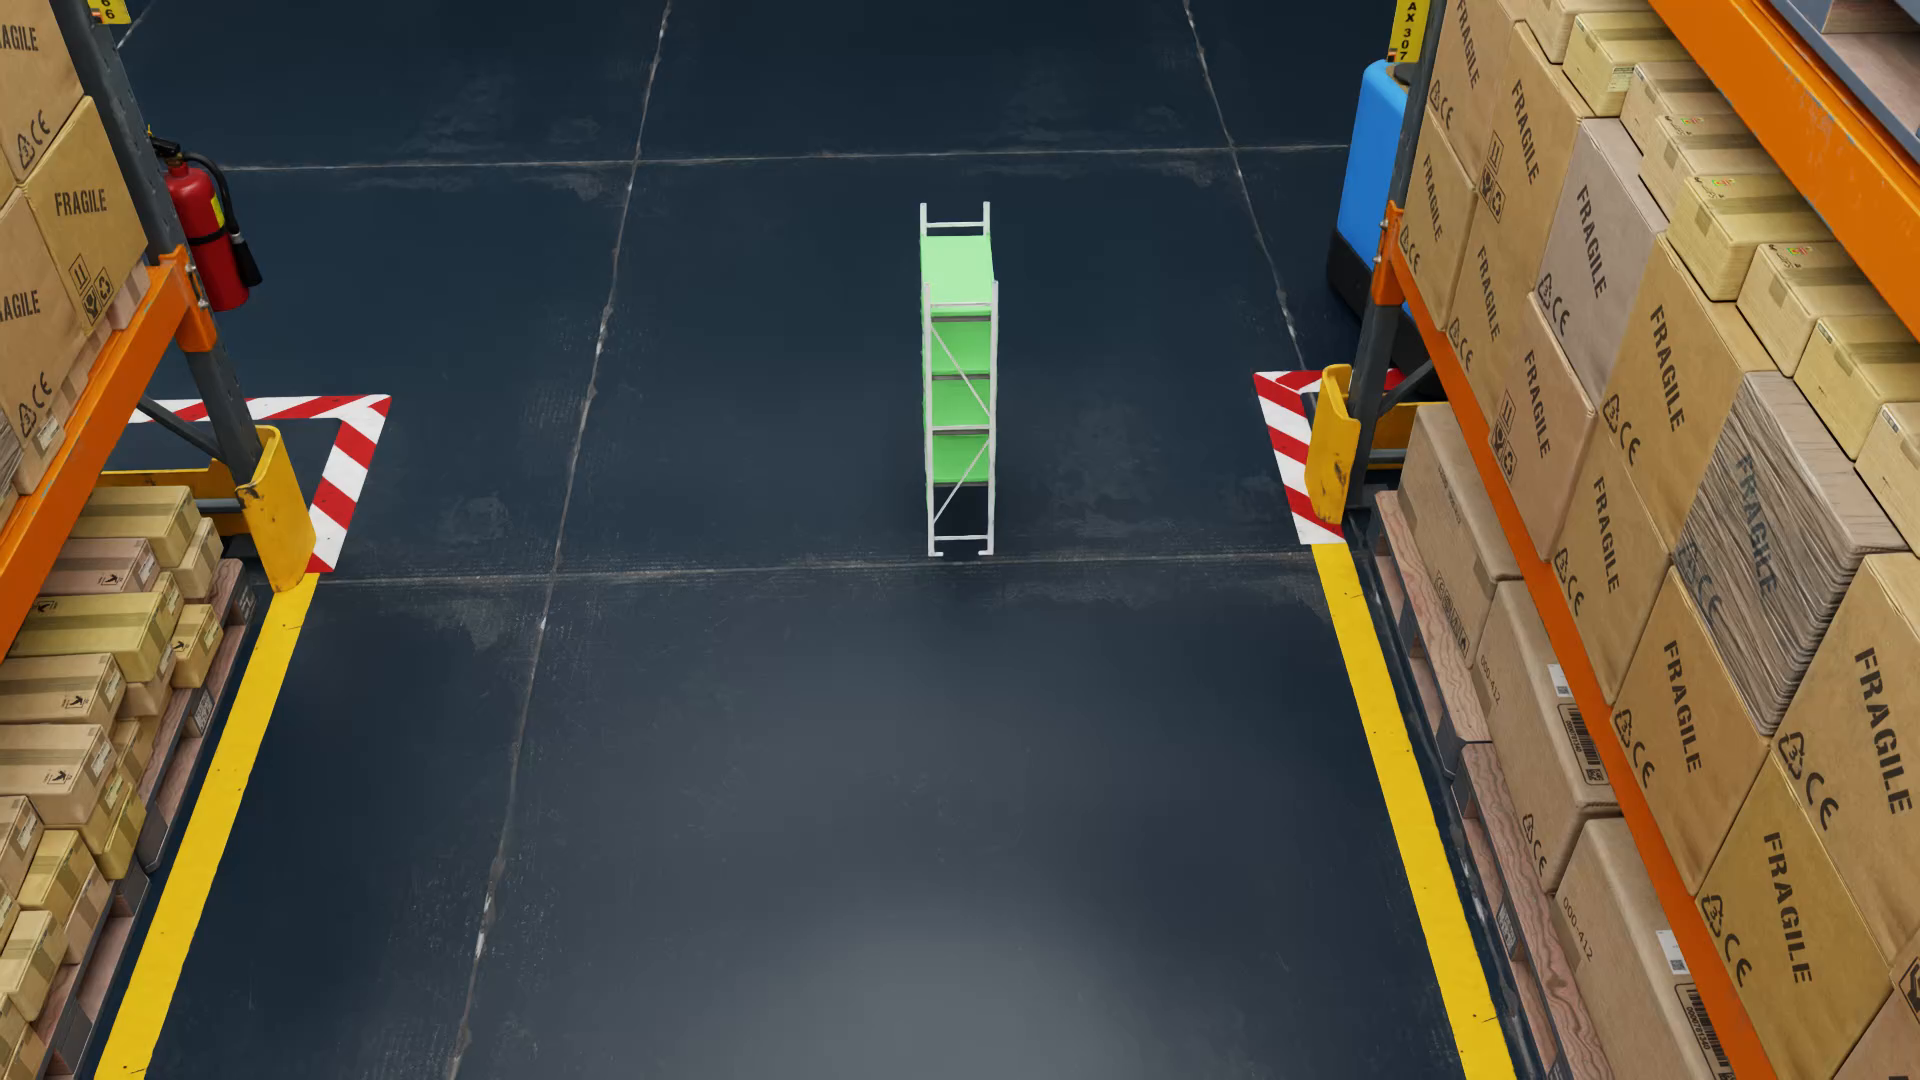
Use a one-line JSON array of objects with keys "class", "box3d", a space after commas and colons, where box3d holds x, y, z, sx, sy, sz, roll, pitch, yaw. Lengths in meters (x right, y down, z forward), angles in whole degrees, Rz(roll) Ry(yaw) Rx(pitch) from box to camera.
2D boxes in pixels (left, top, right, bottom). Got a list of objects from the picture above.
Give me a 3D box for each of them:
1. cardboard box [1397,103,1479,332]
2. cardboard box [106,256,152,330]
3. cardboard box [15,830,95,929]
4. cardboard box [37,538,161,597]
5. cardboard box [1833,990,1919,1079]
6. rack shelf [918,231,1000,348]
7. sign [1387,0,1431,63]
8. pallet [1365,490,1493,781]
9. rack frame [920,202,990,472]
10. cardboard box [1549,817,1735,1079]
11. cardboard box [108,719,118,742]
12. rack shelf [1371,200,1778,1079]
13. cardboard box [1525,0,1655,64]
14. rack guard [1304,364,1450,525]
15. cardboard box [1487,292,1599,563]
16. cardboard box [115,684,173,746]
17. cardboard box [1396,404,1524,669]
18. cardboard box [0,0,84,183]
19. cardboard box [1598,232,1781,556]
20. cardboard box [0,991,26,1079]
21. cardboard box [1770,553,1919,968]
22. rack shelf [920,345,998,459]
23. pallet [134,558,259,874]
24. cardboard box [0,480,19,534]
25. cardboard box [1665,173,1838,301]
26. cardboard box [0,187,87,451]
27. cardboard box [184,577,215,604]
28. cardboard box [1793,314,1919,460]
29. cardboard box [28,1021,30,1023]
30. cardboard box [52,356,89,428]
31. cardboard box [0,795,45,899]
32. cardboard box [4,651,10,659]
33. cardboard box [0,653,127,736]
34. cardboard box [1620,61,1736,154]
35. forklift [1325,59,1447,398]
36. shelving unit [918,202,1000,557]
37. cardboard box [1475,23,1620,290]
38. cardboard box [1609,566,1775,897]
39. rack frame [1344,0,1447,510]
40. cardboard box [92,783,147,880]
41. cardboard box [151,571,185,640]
[{"class": "cardboard box", "box3d": [1.672, -0.983, 5.028, 0.500, 0.500, 0.500, -2, 43, -2]}, {"class": "cardboard box", "box3d": [-2.707, -0.764, 5.049, 0.380, 0.149, 0.250, -2, 43, -2]}, {"class": "cardboard box", "box3d": [-2.644, 0.940, 4.583, 0.380, 0.149, 0.250, 0, 43, 0]}, {"class": "cardboard box", "box3d": [-2.774, 0.130, 5.247, 0.380, 0.149, 0.250, -1, 43, -1]}, {"class": "cardboard box", "box3d": [1.833, 1.079, 2.779, 0.500, 0.500, 0.500, -1, 43, -1]}, {"class": "rack shelf", "box3d": [-0.007, -0.861, 5.685, 0.258, 0.148, 0.480, -2, 43, -2]}, {"class": "sign", "box3d": [1.384, -1.615, 5.093, 0.100, 0.325, 0.005, -2, 43, -2]}, {"class": "pallet", "box3d": [2.051, 0.287, 5.781, 1.003, 0.211, 1.213, -2, 43, -2]}, {"class": "rack frame", "box3d": [-0.017, -0.719, 6.146, 0.240, 1.200, 0.015, -2, 43, -2]}, {"class": "cardboard box", "box3d": [2.150, 1.180, 4.328, 0.875, 0.438, 0.875, -3, 43, -3]}, {"class": "cardboard box", "box3d": [-2.763, 0.602, 4.953, 0.380, 0.149, 0.250, -2, 43, -2]}, {"class": "rack shelf", "box3d": [2.023, 0.337, 4.195, 1.077, 0.370, 4.000, -2, 43, -2]}, {"class": "cardboard box", "box3d": [1.656, -1.322, 4.178, 0.380, 0.149, 0.250, 0, 43, 0]}, {"class": "rack guard", "box3d": [1.937, -0.373, 6.287, 1.175, 0.500, 0.348, -2, 43, -2]}, {"class": "cardboard box", "box3d": [1.725, -0.298, 4.282, 0.500, 0.500, 0.500, -2, 43, -2]}, {"class": "cardboard box", "box3d": [-2.735, 0.529, 5.252, 0.380, 0.149, 0.250, -2, 43, -2]}, {"class": "cardboard box", "box3d": [2.066, -0.046, 5.666, 0.875, 0.438, 0.875, -3, 43, -3]}, {"class": "cardboard box", "box3d": [-2.735, -1.281, 4.394, 0.500, 0.500, 0.500, -2, 43, -3]}, {"class": "cardboard box", "box3d": [1.755, -0.319, 3.564, 0.500, 0.500, 0.500, -1, 43, -2]}, {"class": "cardboard box", "box3d": [-2.620, 1.292, 4.199, 0.380, 0.149, 0.250, -2, 43, -2]}, {"class": "cardboard box", "box3d": [1.799, 0.363, 2.820, 0.500, 0.500, 0.500, -2, 43, -2]}, {"class": "rack shelf", "box3d": [-0.007, -0.507, 6.010, 0.258, 0.148, 0.480, -2, 43, -2]}, {"class": "pallet", "box3d": [-3.000, 0.561, 5.482, 1.003, 0.211, 1.213, -2, 43, -2]}, {"class": "cardboard box", "box3d": [-2.692, -0.075, 4.298, 0.380, 0.149, 0.250, -3, 43, -4]}, {"class": "cardboard box", "box3d": [1.701, -0.627, 3.420, 0.380, 0.149, 0.250, -3, 43, -3]}, {"class": "cardboard box", "box3d": [-2.710, -0.571, 4.359, 0.500, 0.500, 0.500, -2, 43, -2]}, {"class": "cardboard box", "box3d": [-2.772, 0.177, 5.636, 0.380, 0.149, 0.250, -1, 43, -1]}, {"class": "cardboard box", "box3d": [1.786, -0.286, 3.048, 0.380, 0.149, 0.250, -2, 43, -3]}, {"class": "cardboard box", "box3d": [-2.711, 1.224, 4.494, 0.380, 0.149, 0.250, -1, 43, -1]}, {"class": "cardboard box", "box3d": [-2.708, -0.426, 4.680, 0.380, 0.149, 0.250, -2, 43, -2]}, {"class": "cardboard box", "box3d": [-2.721, 0.839, 4.474, 0.380, 0.149, 0.250, -3, 43, -3]}, {"class": "cardboard box", "box3d": [-3.183, 0.429, 5.141, 0.380, 0.149, 0.250, -1, 43, -1]}, {"class": "cardboard box", "box3d": [-2.688, 0.478, 4.867, 0.380, 0.149, 0.250, -3, 43, -4]}, {"class": "cardboard box", "box3d": [1.749, -0.969, 3.793, 0.380, 0.149, 0.250, -1, 43, -1]}, {"class": "forklift", "box3d": [3.212, -2.200, 6.481, 3.031, 2.935, 1.130, -10, 44, -11]}, {"class": "shelving unit", "box3d": [-0.007, -0.554, 5.966, 0.258, 1.200, 0.503, -2, 43, -2]}, {"class": "cardboard box", "box3d": [1.703, -1.003, 4.310, 0.500, 0.500, 0.500, -3, 43, -3]}, {"class": "cardboard box", "box3d": [1.770, 0.393, 3.527, 0.500, 0.500, 0.500, -2, 43, -2]}, {"class": "rack frame", "box3d": [1.938, -1.278, 5.425, 1.000, 3.000, 0.127, -2, 43, -2]}, {"class": "cardboard box", "box3d": [-2.638, 0.866, 4.885, 0.380, 0.149, 0.250, -3, 43, -4]}, {"class": "cardboard box", "box3d": [-2.738, 0.244, 5.342, 0.380, 0.149, 0.250, -3, 43, -3]}]
